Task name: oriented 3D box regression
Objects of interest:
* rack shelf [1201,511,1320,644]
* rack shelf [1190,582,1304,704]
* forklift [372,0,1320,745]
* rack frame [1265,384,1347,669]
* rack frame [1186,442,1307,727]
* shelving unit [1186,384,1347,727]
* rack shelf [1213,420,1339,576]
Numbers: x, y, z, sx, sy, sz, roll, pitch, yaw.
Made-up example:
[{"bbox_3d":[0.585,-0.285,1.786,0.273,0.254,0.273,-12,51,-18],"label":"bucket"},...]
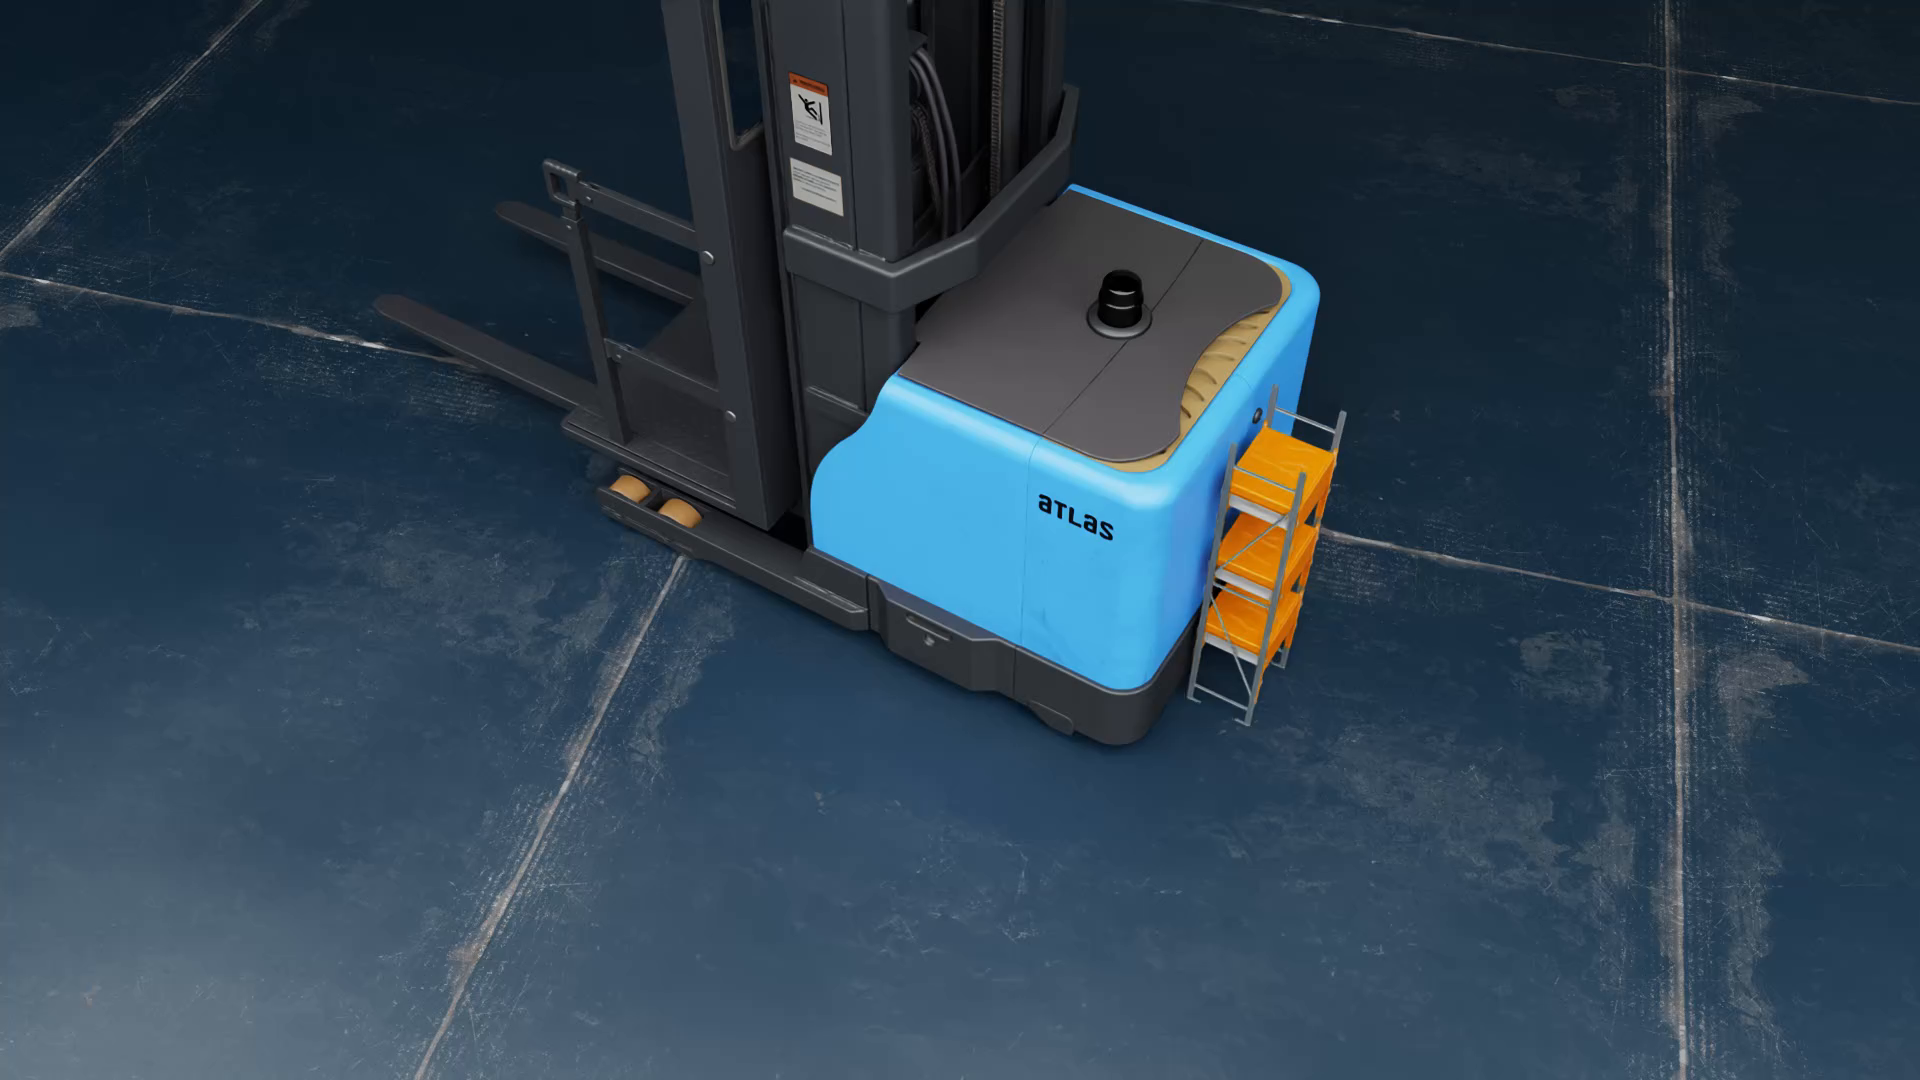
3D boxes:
[{"bbox_3d":[0.810,0.079,4.494,0.215,0.259,0.240,25,53,20],"label":"rack shelf"},{"bbox_3d":[0.810,0.263,4.703,0.215,0.259,0.240,25,53,20],"label":"rack shelf"},{"bbox_3d":[-0.542,-1.247,4.396,3.031,2.935,1.130,25,53,20],"label":"forklift"},{"bbox_3d":[0.874,-0.006,4.555,0.200,1.050,0.008,25,53,20],"label":"rack frame"},{"bbox_3d":[0.747,0.150,4.418,0.200,1.050,0.008,25,53,20],"label":"rack frame"},{"bbox_3d":[0.810,0.072,4.486,0.215,1.050,0.252,25,53,20],"label":"shelving unit"},{"bbox_3d":[0.810,-0.109,4.282,0.215,0.259,0.240,25,53,20],"label":"rack shelf"}]
